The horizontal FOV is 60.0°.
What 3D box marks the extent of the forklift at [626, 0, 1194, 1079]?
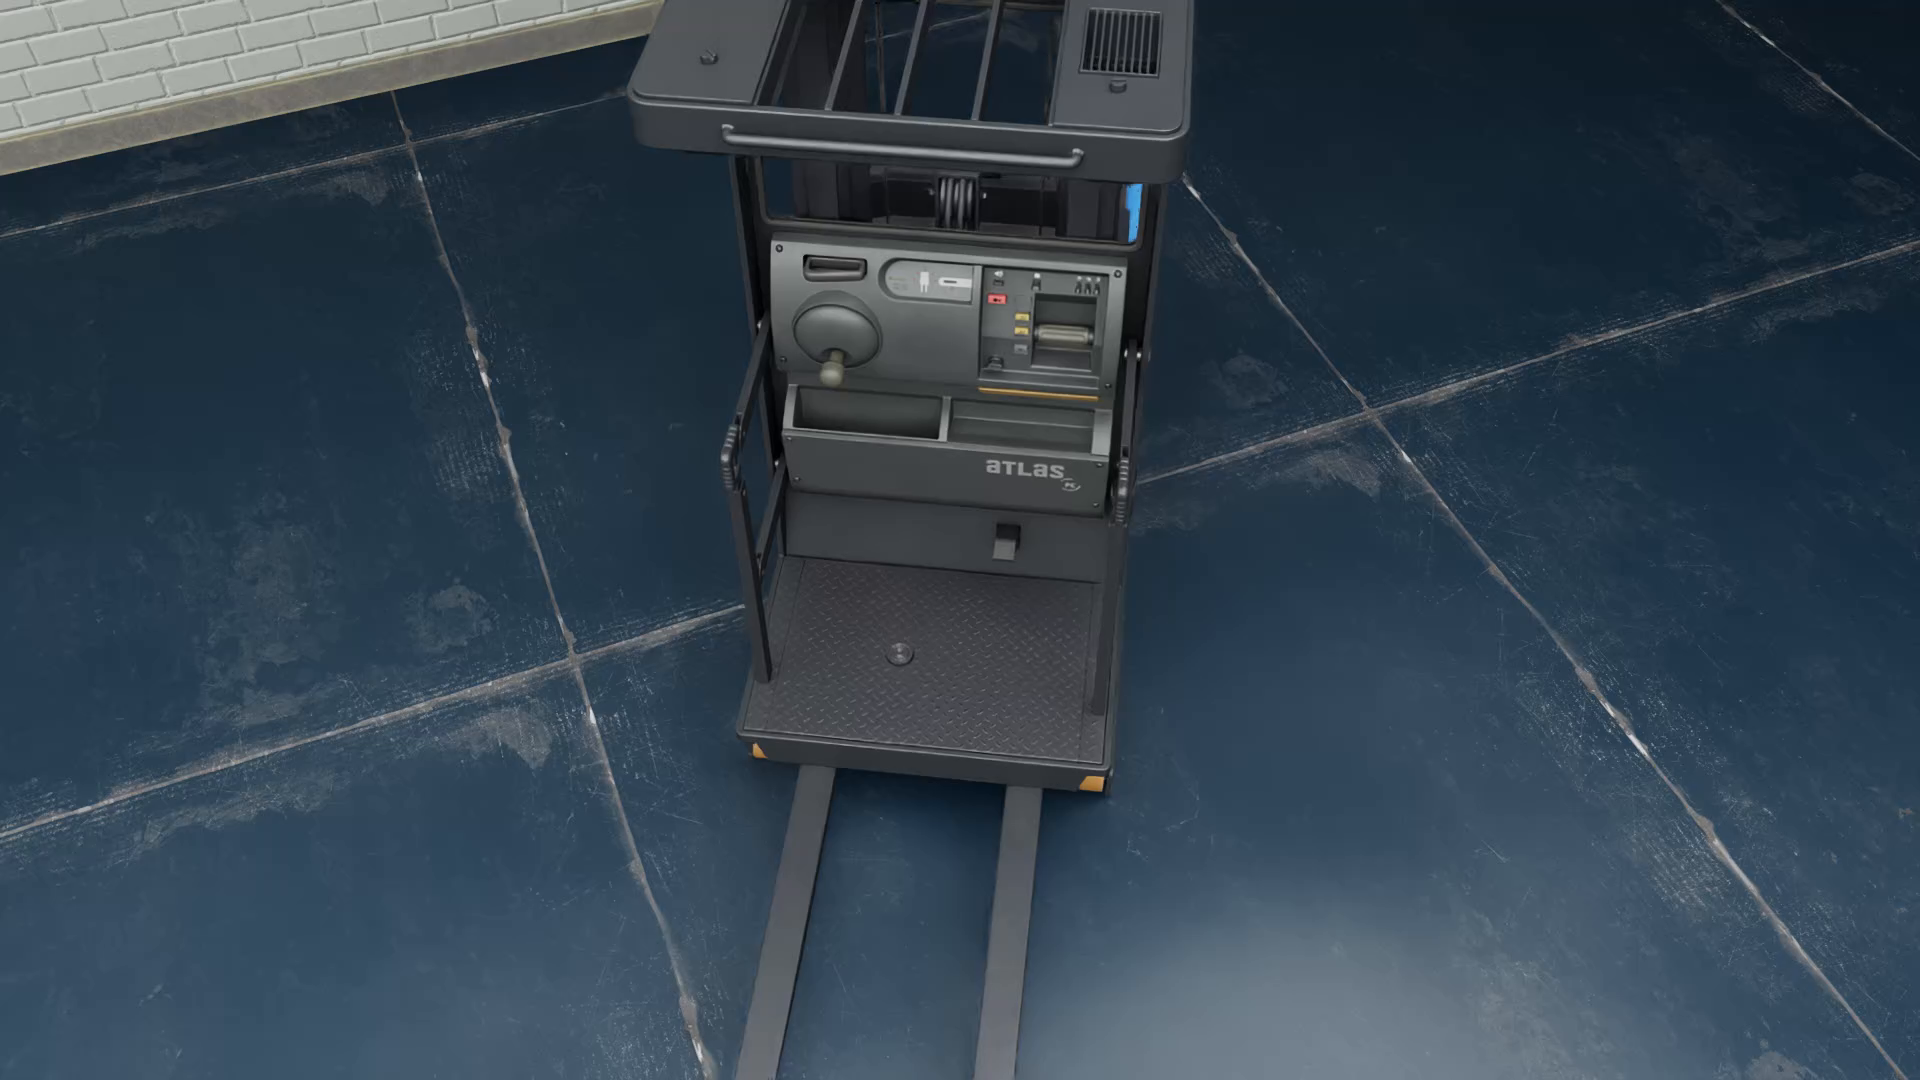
[{"bbox_3d":[-0.058,-0.473,4.225,1.130,2.935,3.031,5,50,4],"label":"forklift"}]
